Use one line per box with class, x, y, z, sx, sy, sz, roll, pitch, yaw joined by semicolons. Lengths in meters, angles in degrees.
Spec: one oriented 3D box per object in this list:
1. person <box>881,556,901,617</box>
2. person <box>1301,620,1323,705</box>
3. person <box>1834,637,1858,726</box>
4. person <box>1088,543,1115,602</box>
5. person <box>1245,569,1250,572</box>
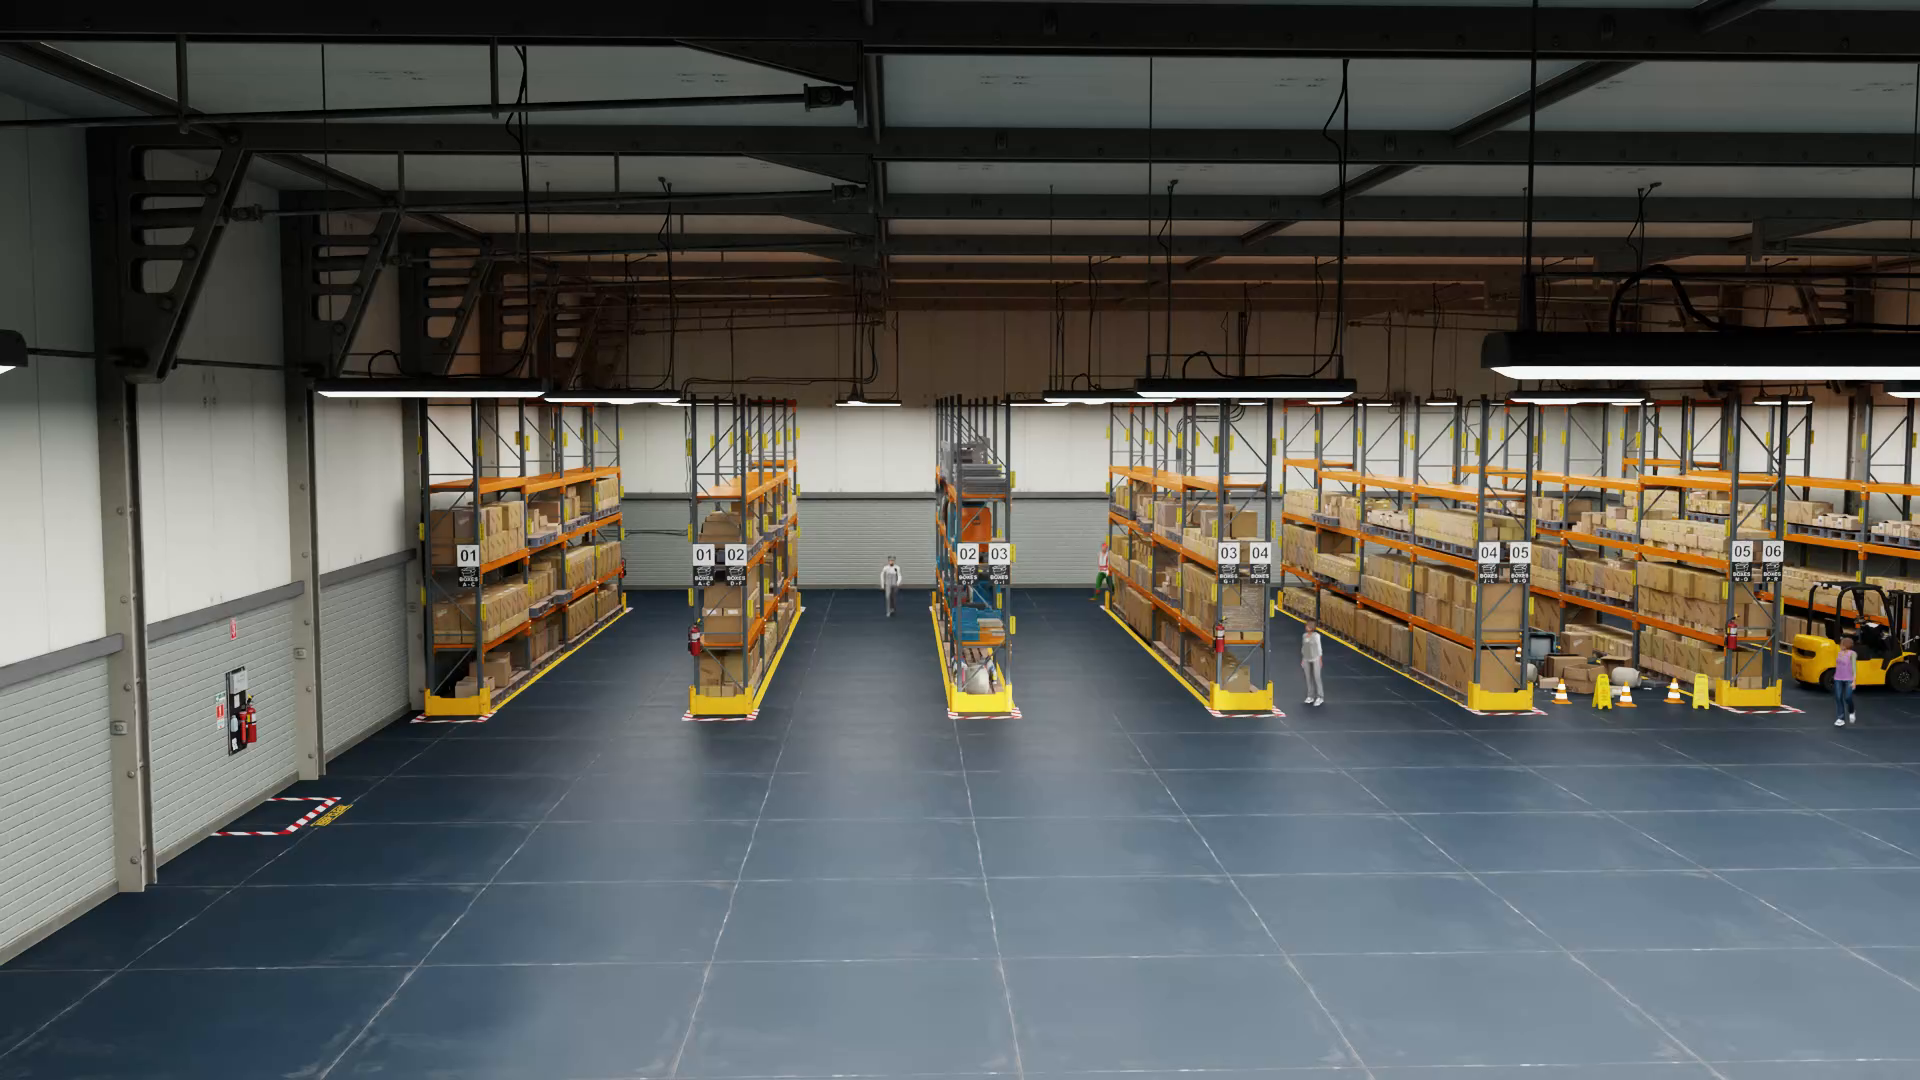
person;-1.920;1.277;46.280;0.575;1.695;0.908;0;4;-2
person;6.842;2.376;32.376;0.497;1.610;0.380;4;6;41
person;15.975;2.547;29.972;0.436;1.600;0.403;-4;6;-40
person;4.304;0.959;49.424;1.055;1.758;0.617;-3;6;-36
person;8.384;1.086;48.793;0.476;1.601;1.008;1;5;8
